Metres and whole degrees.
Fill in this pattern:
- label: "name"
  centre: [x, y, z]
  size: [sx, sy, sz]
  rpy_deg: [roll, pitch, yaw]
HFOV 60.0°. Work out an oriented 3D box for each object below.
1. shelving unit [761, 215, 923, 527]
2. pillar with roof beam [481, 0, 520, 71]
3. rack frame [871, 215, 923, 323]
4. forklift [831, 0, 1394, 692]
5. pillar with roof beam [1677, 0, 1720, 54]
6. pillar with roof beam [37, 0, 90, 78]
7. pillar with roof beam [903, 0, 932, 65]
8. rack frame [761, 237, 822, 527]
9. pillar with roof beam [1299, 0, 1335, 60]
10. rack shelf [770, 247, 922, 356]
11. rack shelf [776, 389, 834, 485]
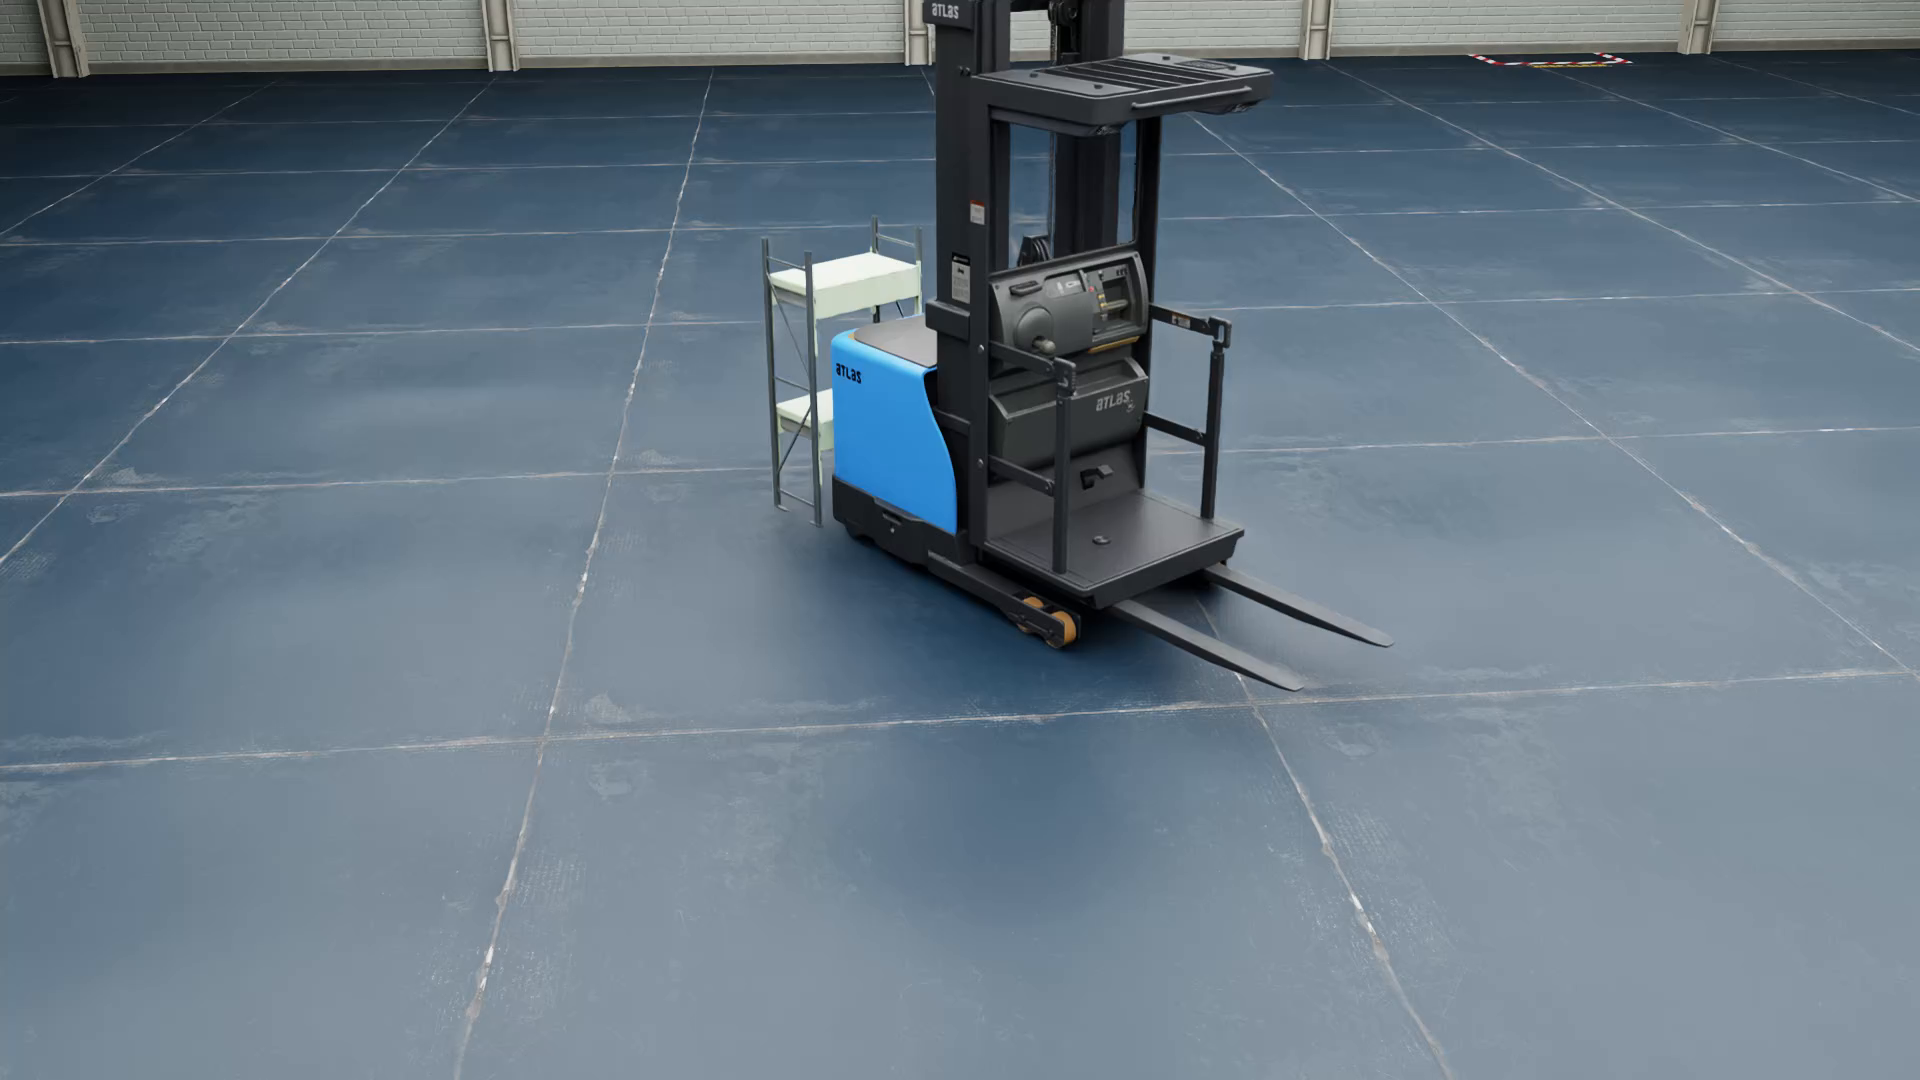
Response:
- label: "shelving unit"
  centre: [-0.611, -0.915, 8.962]
  size: [0.755, 1.500, 0.431]
  rpy_deg: [-20, 31, -38]
- label: "pillar with roof beam"
  centre: [-6.169, -9.178, 18.321]
  size: [0.400, 9.000, 9.100]
  rpy_deg: [-2, 24, -5]
- label: "rack frame"
  centre: [-0.341, -1.015, 9.187]
  size: [0.023, 1.500, 0.400]
  rpy_deg: [-20, 31, -38]
- label: "forklift"
  centre: [0.656, -1.075, 7.559]
  size: [1.130, 2.935, 3.031]
  rpy_deg: [-19, 30, -36]
- label: "pillar with roof beam"
  centre: [11.744, -9.897, 19.937]
  size: [0.400, 9.000, 9.100]
  rpy_deg: [-2, 24, -5]
- label: "pillar with roof beam"
  centre: [-12.140, -8.939, 17.782]
  size: [0.400, 9.000, 9.100]
  rpy_deg: [-2, 24, -5]
- label: "pillar with roof beam"
  centre: [-0.198, -9.418, 18.859]
  size: [0.400, 9.000, 9.100]
  rpy_deg: [-2, 24, -5]
- label: "rack frame"
  centre: [-0.882, -0.815, 8.737]
  size: [0.023, 1.500, 0.400]
  rpy_deg: [-20, 31, -38]
- label: "pillar with roof beam"
  centre: [5.773, -9.657, 19.398]
  size: [0.400, 9.000, 9.100]
  rpy_deg: [-2, 24, -5]
- label: "rack shelf"
  centre: [-0.611, -1.272, 8.804]
  size: [0.720, 0.370, 0.431]
  rpy_deg: [-20, 31, -38]
- label: "rack shelf"
  centre: [-0.611, -0.617, 9.094]
  size: [0.720, 0.370, 0.431]
  rpy_deg: [-20, 31, -38]
